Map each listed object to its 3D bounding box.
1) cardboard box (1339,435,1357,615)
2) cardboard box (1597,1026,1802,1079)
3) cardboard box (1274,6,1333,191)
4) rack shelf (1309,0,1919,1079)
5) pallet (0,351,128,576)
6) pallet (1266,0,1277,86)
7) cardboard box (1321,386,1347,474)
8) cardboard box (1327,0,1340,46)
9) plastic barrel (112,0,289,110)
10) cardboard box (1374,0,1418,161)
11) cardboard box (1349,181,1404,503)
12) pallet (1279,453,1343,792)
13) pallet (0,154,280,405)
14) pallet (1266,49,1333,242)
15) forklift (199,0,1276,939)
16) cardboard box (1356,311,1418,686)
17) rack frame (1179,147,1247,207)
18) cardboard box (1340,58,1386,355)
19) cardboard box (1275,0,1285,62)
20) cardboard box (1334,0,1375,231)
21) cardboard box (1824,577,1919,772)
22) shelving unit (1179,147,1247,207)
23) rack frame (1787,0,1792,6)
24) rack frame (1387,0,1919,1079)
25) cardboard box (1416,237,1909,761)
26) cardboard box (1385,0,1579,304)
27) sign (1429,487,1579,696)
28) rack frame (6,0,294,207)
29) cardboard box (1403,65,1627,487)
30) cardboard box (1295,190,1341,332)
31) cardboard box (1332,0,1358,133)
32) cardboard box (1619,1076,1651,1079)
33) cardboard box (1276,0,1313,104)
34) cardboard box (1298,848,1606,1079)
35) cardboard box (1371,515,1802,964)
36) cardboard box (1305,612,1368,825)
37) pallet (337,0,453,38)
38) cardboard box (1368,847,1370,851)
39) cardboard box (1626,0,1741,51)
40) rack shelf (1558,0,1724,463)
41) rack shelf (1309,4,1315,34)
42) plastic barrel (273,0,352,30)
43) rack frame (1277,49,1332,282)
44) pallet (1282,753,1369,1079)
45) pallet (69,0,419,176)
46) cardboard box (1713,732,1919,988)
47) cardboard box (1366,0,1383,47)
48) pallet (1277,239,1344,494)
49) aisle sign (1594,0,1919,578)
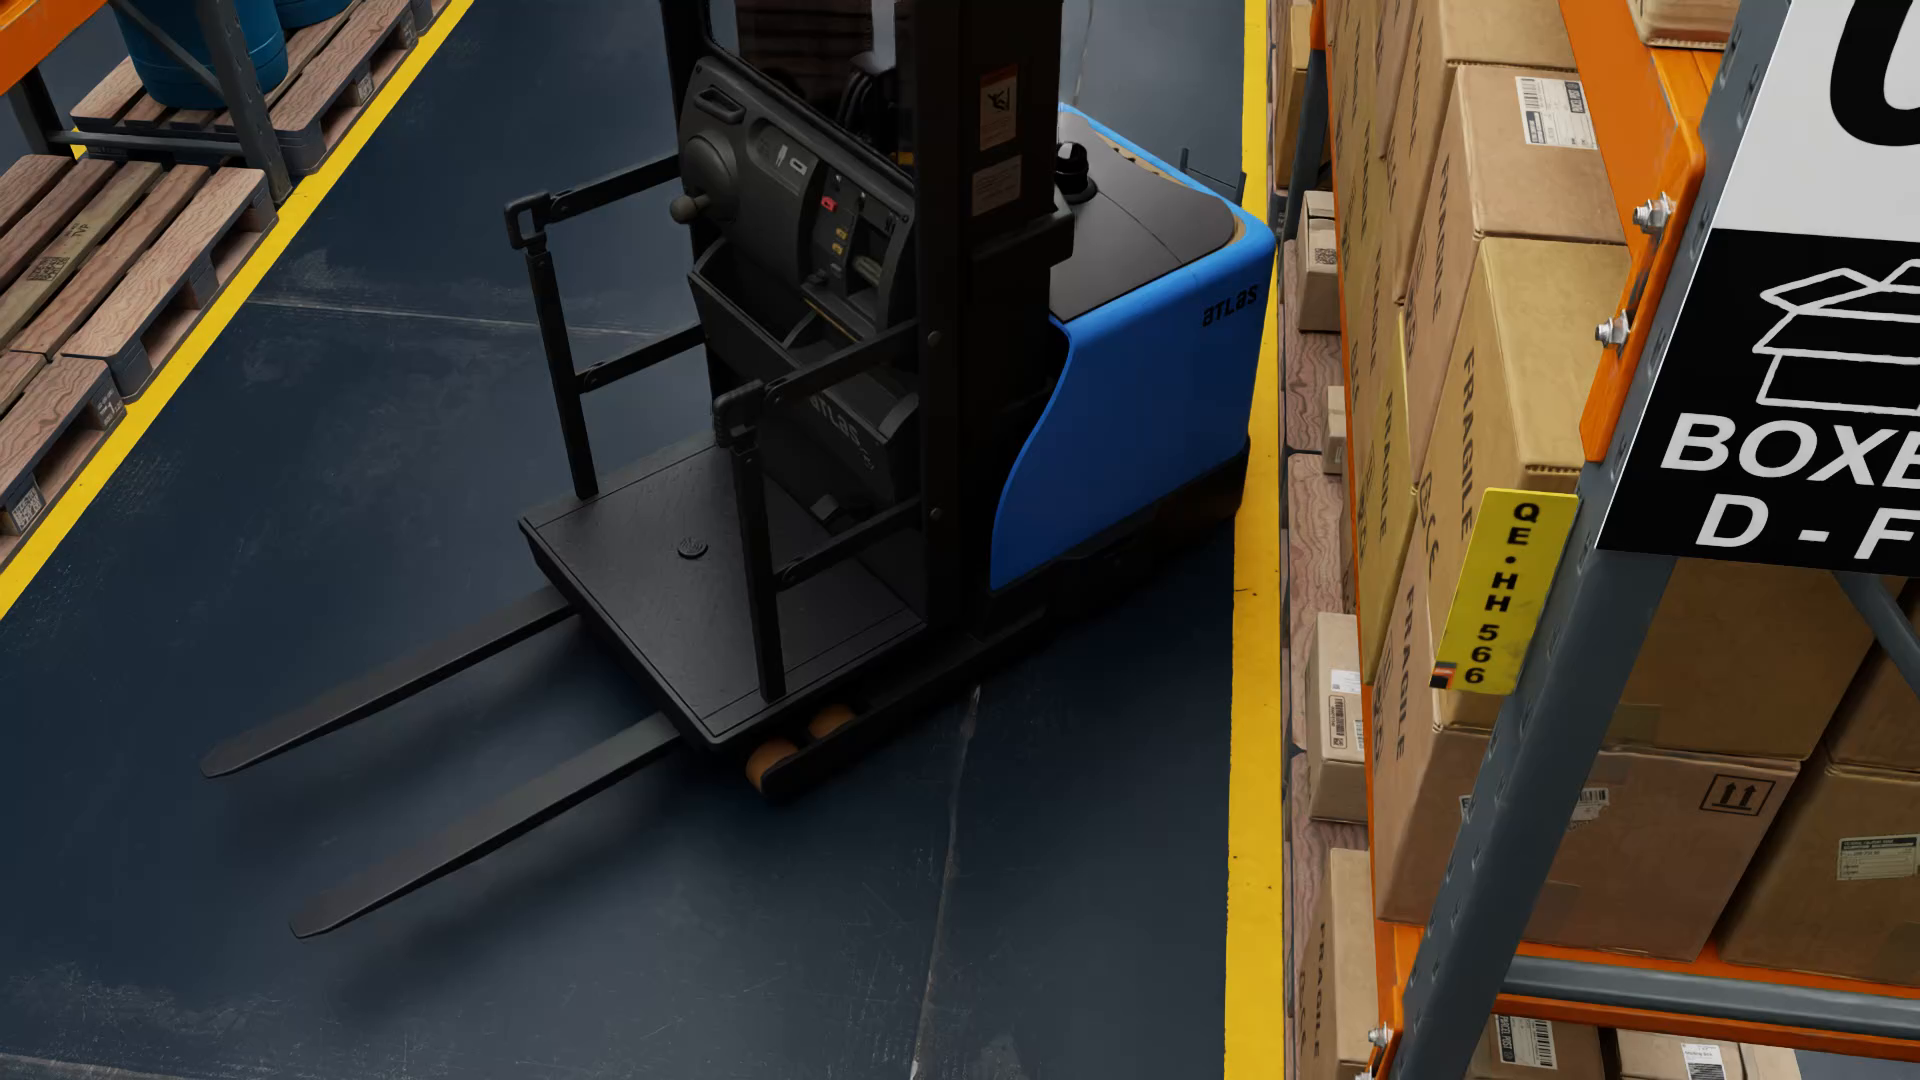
[{"bbox_3d":[1.458,-0.033,4.599,0.797,0.503,0.637,5,44,6],"label":"cardboard box"},{"bbox_3d":[1.601,1.110,3.637,0.380,0.166,0.250,5,44,6],"label":"cardboard box"},{"bbox_3d":[1.482,-1.675,6.335,0.500,0.500,0.500,5,44,5],"label":"cardboard box"},{"bbox_3d":[1.437,-0.436,4.052,1.077,0.370,4.000,5,44,6],"label":"rack shelf"},{"bbox_3d":[-3.426,-0.162,5.268,1.003,0.211,1.213,5,44,6],"label":"pallet"},{"bbox_3d":[1.930,-2.439,7.673,1.003,0.211,1.213,5,44,6],"label":"pallet"},{"bbox_3d":[1.327,-0.334,5.162,0.380,0.166,0.250,5,44,6],"label":"cardboard box"},{"bbox_3d":[1.364,-1.774,4.869,0.500,0.500,0.500,6,44,7],"label":"cardboard box"},{"bbox_3d":[-3.119,-2.273,6.690,0.600,0.901,0.708,5,44,6],"label":"plastic barrel"},{"bbox_3d":[1.156,-1.110,3.441,0.500,0.500,0.500,6,44,7],"label":"cardboard box"},{"bbox_3d":[1.098,-0.394,3.412,0.500,0.500,0.500,6,44,6],"label":"cardboard box"},{"bbox_3d":[1.451,0.254,4.828,1.003,0.211,1.213,5,44,6],"label":"pallet"},{"bbox_3d":[-3.267,-0.996,6.148,1.003,0.211,1.213,5,44,6],"label":"pallet"},{"bbox_3d":[1.771,-1.606,6.792,1.003,0.211,1.213,5,44,6],"label":"pallet"},{"bbox_3d":[-0.578,-0.781,3.943,3.031,2.935,1.130,-28,50,-27],"label":"forklift"},{"bbox_3d":[1.027,-0.054,3.053,0.500,0.500,0.500,6,44,6],"label":"cardboard box"},{"bbox_3d":[0.772,-0.843,5.487,0.240,0.900,0.006,31,47,28],"label":"rack frame"},{"bbox_3d":[1.165,-0.737,3.774,0.500,0.500,0.500,5,44,5],"label":"cardboard box"},{"bbox_3d":[1.623,-2.353,7.051,0.500,0.500,0.500,6,44,6],"label":"cardboard box"},{"bbox_3d":[1.231,-1.084,4.141,0.500,0.500,0.500,5,44,5],"label":"cardboard box"},{"bbox_3d":[1.492,-0.012,2.281,0.500,0.500,0.500,6,44,7],"label":"cardboard box"},{"bbox_3d":[0.706,-0.797,5.426,0.258,0.900,0.210,31,47,28],"label":"shelving unit"},{"bbox_3d":[1.172,-1.513,0.303,1.000,3.000,0.127,5,44,6],"label":"rack frame"},{"bbox_3d":[1.172,0.666,2.365,1.000,3.000,0.127,5,44,6],"label":"rack frame"},{"bbox_3d":[0.959,-0.062,2.334,0.500,0.500,0.500,5,44,5],"label":"cardboard box"},{"bbox_3d":[1.089,-0.760,3.071,0.500,0.500,0.500,6,44,7],"label":"cardboard box"},{"bbox_3d":[0.625,0.066,1.926,0.100,0.325,0.005,5,44,6],"label":"sign"},{"bbox_3d":[-3.208,-2.513,5.723,1.000,3.000,0.127,5,44,6],"label":"rack frame"},{"bbox_3d":[1.025,-0.406,2.698,0.500,0.500,0.500,6,44,7],"label":"cardboard box"},{"bbox_3d":[1.431,-0.977,5.736,0.500,0.311,0.500,5,44,6],"label":"cardboard box"},{"bbox_3d":[1.299,-1.425,4.500,0.500,0.500,0.500,6,44,6],"label":"cardboard box"},{"bbox_3d":[1.568,1.287,3.463,0.380,0.149,0.250,5,44,6],"label":"cardboard box"},{"bbox_3d":[1.556,-2.011,6.690,0.500,0.500,0.500,5,44,6],"label":"cardboard box"},{"bbox_3d":[1.000,1.021,3.488,0.500,0.500,0.500,5,44,6],"label":"cardboard box"},{"bbox_3d":[0.962,0.299,2.679,0.500,0.500,0.500,6,44,7],"label":"cardboard box"},{"bbox_3d":[1.155,0.467,4.255,0.500,0.250,0.500,5,44,6],"label":"cardboard box"},{"bbox_3d":[-2.906,-2.857,8.113,1.003,0.211,1.213,5,44,6],"label":"pallet"},{"bbox_3d":[1.143,0.874,3.886,0.380,0.166,0.250,5,44,6],"label":"cardboard box"},{"bbox_3d":[0.979,-0.743,1.781,0.500,0.250,0.500,5,44,6],"label":"cardboard box"},{"bbox_3d":[1.437,-1.525,3.021,1.077,0.370,4.000,5,44,6],"label":"rack shelf"},{"bbox_3d":[1.966,-3.162,6.931,1.077,0.370,4.000,5,44,6],"label":"rack shelf"},{"bbox_3d":[-3.026,-2.756,7.199,0.600,0.901,0.708,5,44,6],"label":"plastic barrel"},{"bbox_3d":[1.701,-2.060,5.244,1.000,3.000,0.127,5,44,6],"label":"rack frame"},{"bbox_3d":[1.287,1.083,3.953,1.003,0.211,1.213,5,44,6],"label":"pallet"},{"bbox_3d":[-3.065,-2.023,7.233,1.003,0.211,1.213,5,44,6],"label":"pallet"},{"bbox_3d":[1.492,0.351,2.625,0.500,0.500,0.500,6,44,6],"label":"cardboard box"},{"bbox_3d":[1.224,-1.462,3.813,0.500,0.500,0.500,4,44,4],"label":"cardboard box"},{"bbox_3d":[1.609,-0.580,5.709,1.003,0.211,1.213,5,44,6],"label":"pallet"},{"bbox_3d":[0.860,-0.260,1.452,0.394,0.787,0.004,5,44,6],"label":"aisle sign"}]
